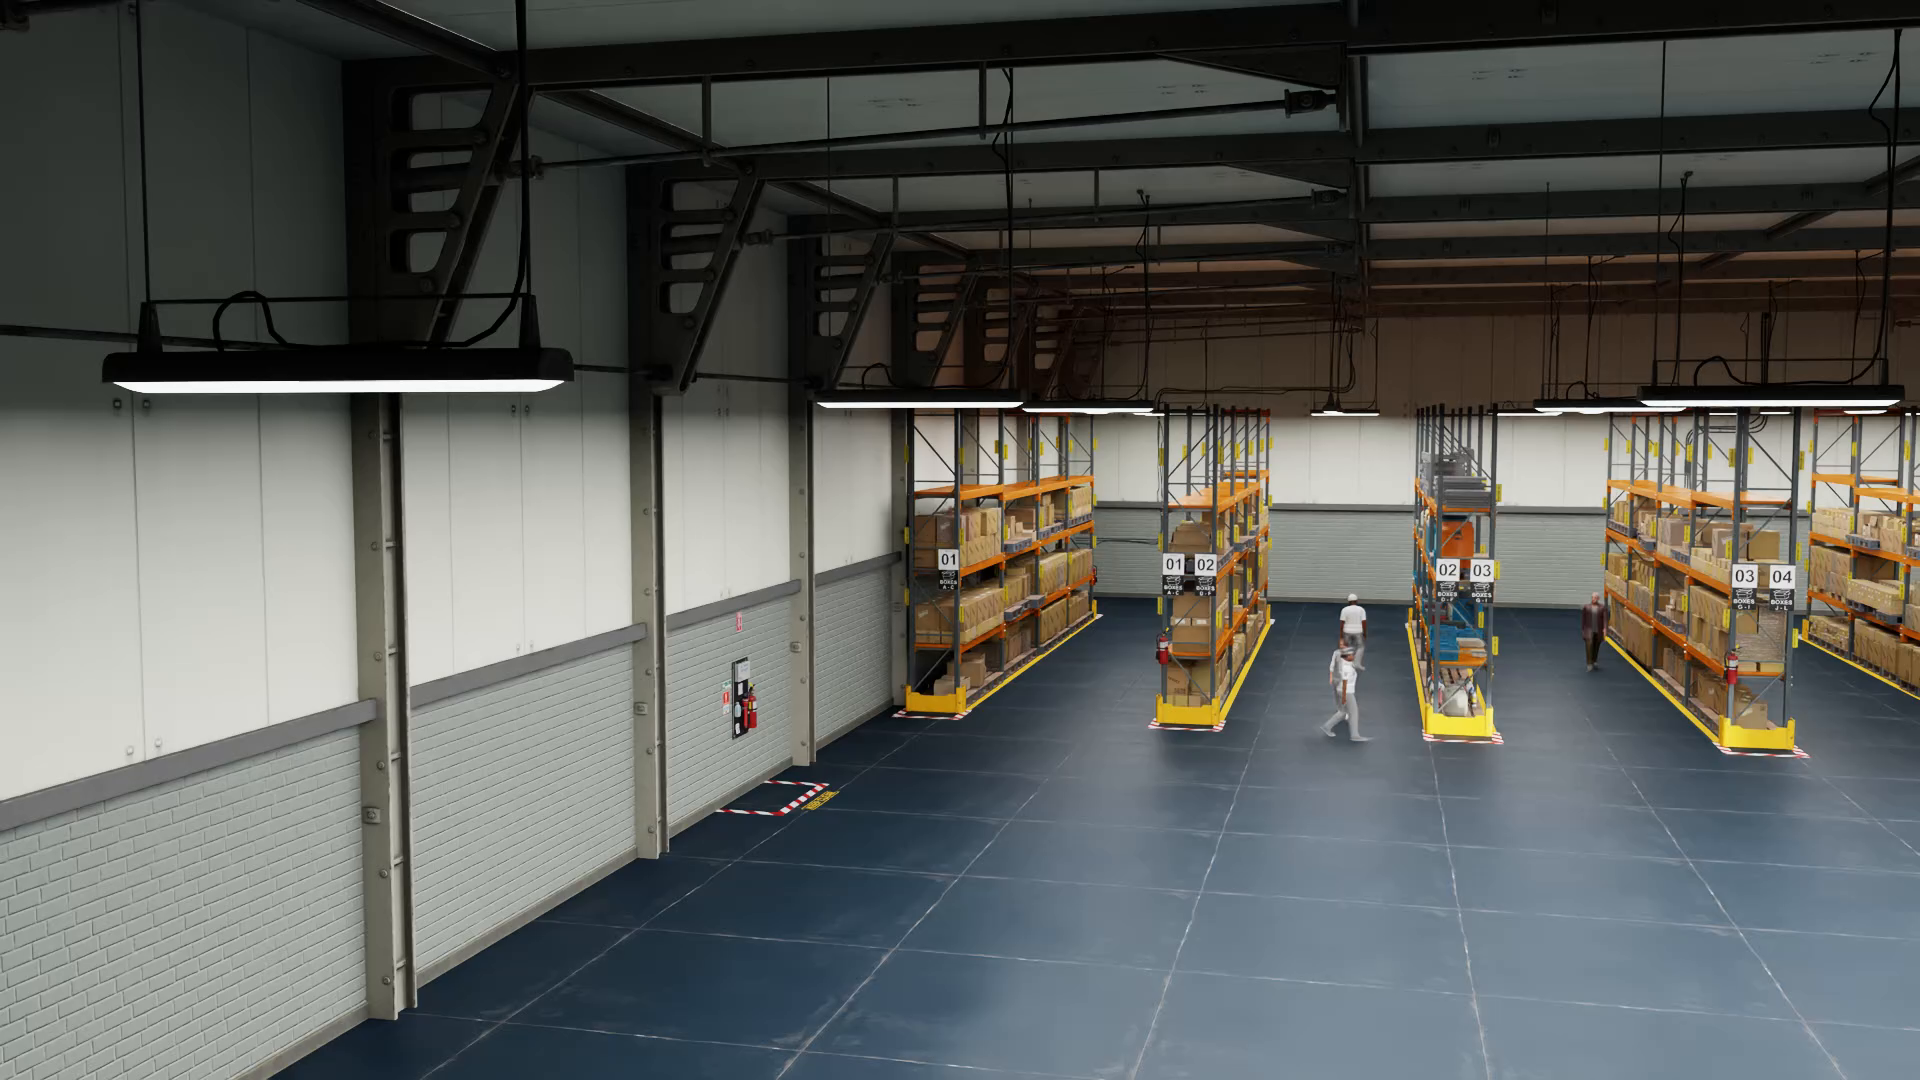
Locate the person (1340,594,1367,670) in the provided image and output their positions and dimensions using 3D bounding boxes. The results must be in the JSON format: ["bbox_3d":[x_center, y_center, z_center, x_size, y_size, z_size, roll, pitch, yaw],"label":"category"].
[{"bbox_3d":[8.913,2.105,37.691,0.590,1.765,0.530,1,4,14],"label":"person"}]

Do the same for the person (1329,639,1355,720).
[{"bbox_3d":[7.227,2.643,31.509,0.448,1.538,1.011,2,4,21],"label":"person"}]

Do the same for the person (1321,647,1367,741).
[{"bbox_3d":[6.849,2.735,29.631,0.761,1.646,0.458,0,4,1],"label":"person"}]

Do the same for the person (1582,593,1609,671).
[{"bbox_3d":[14.492,2.069,37.913,0.555,1.723,1.086,1,4,11],"label":"person"}]
